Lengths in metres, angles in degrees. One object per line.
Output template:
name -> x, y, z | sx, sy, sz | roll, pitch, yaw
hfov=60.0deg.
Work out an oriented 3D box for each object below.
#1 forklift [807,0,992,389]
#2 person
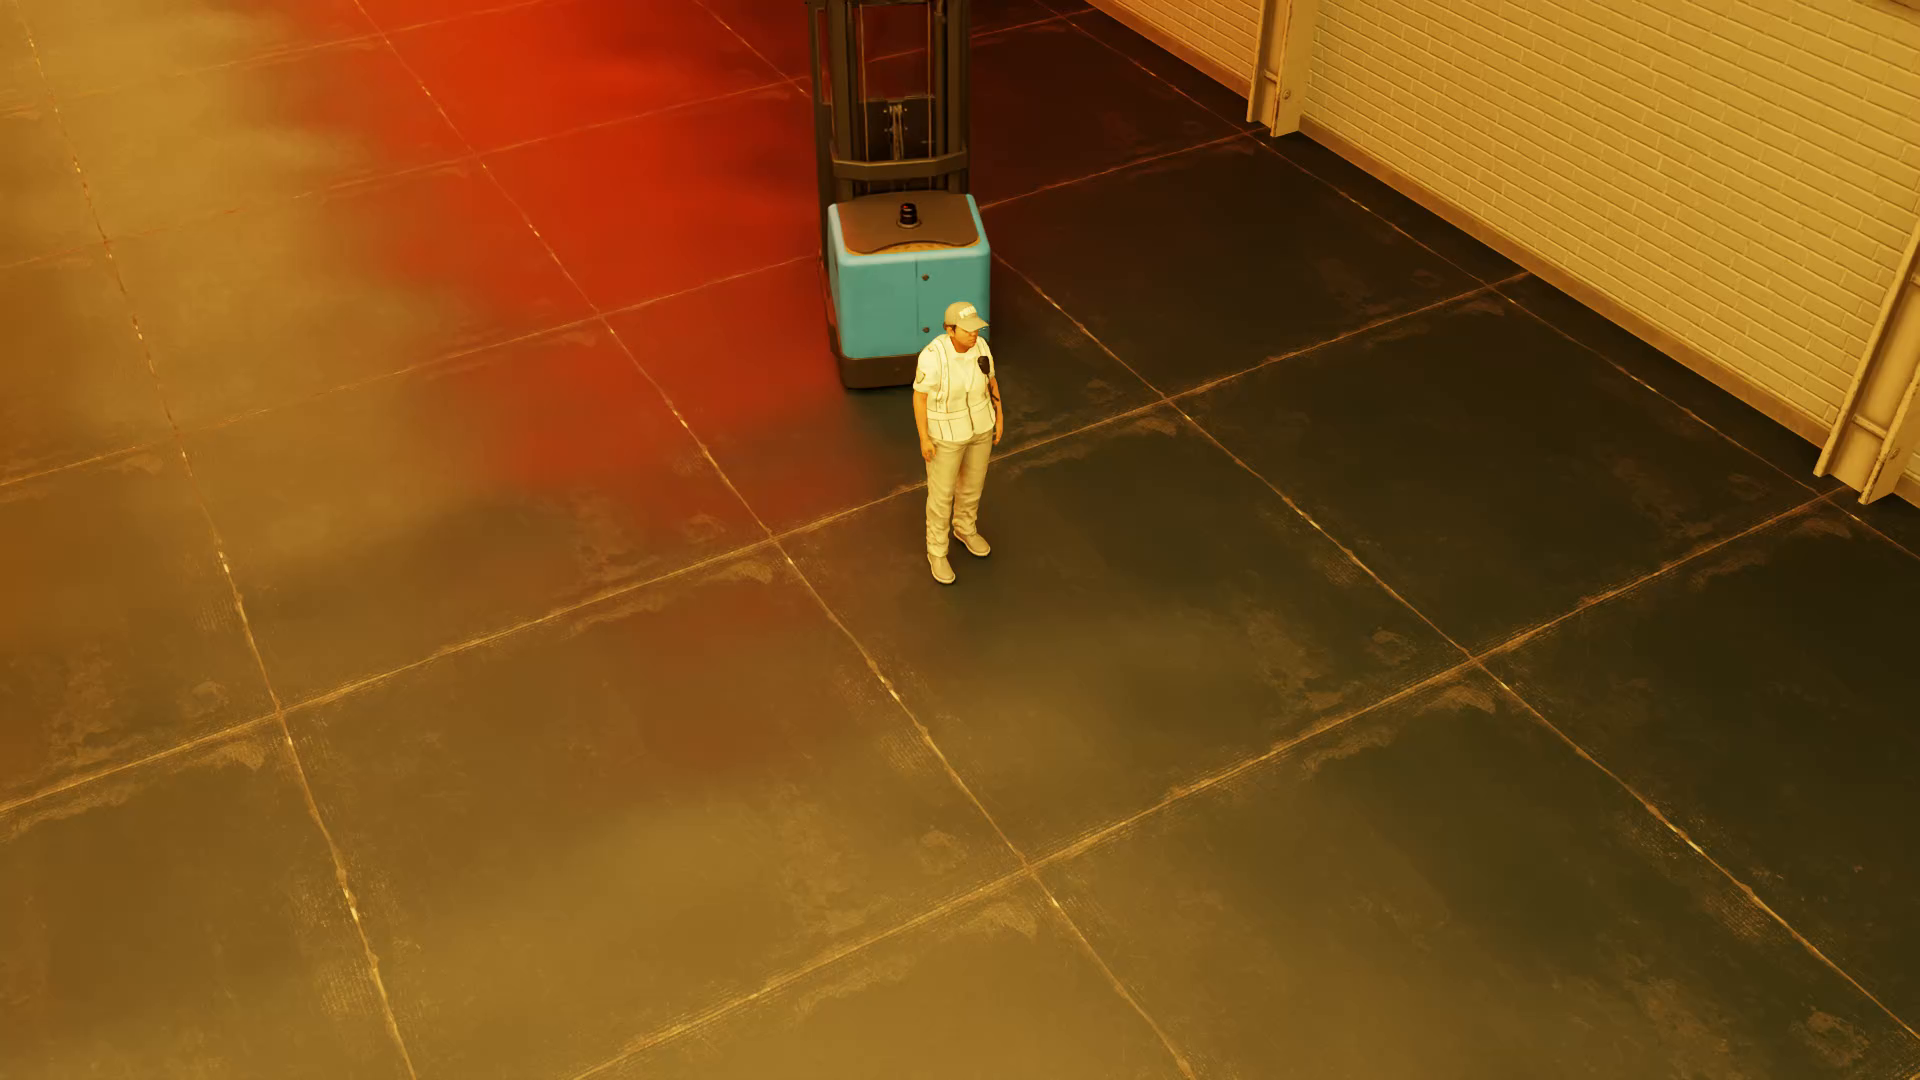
forklift -> -0.513, -3.114, 11.791 | 1.130, 2.935, 3.031 | -6, 40, -7
person -> 0.016, -0.596, 9.735 | 0.593, 1.670, 0.529 | -20, 44, -23
